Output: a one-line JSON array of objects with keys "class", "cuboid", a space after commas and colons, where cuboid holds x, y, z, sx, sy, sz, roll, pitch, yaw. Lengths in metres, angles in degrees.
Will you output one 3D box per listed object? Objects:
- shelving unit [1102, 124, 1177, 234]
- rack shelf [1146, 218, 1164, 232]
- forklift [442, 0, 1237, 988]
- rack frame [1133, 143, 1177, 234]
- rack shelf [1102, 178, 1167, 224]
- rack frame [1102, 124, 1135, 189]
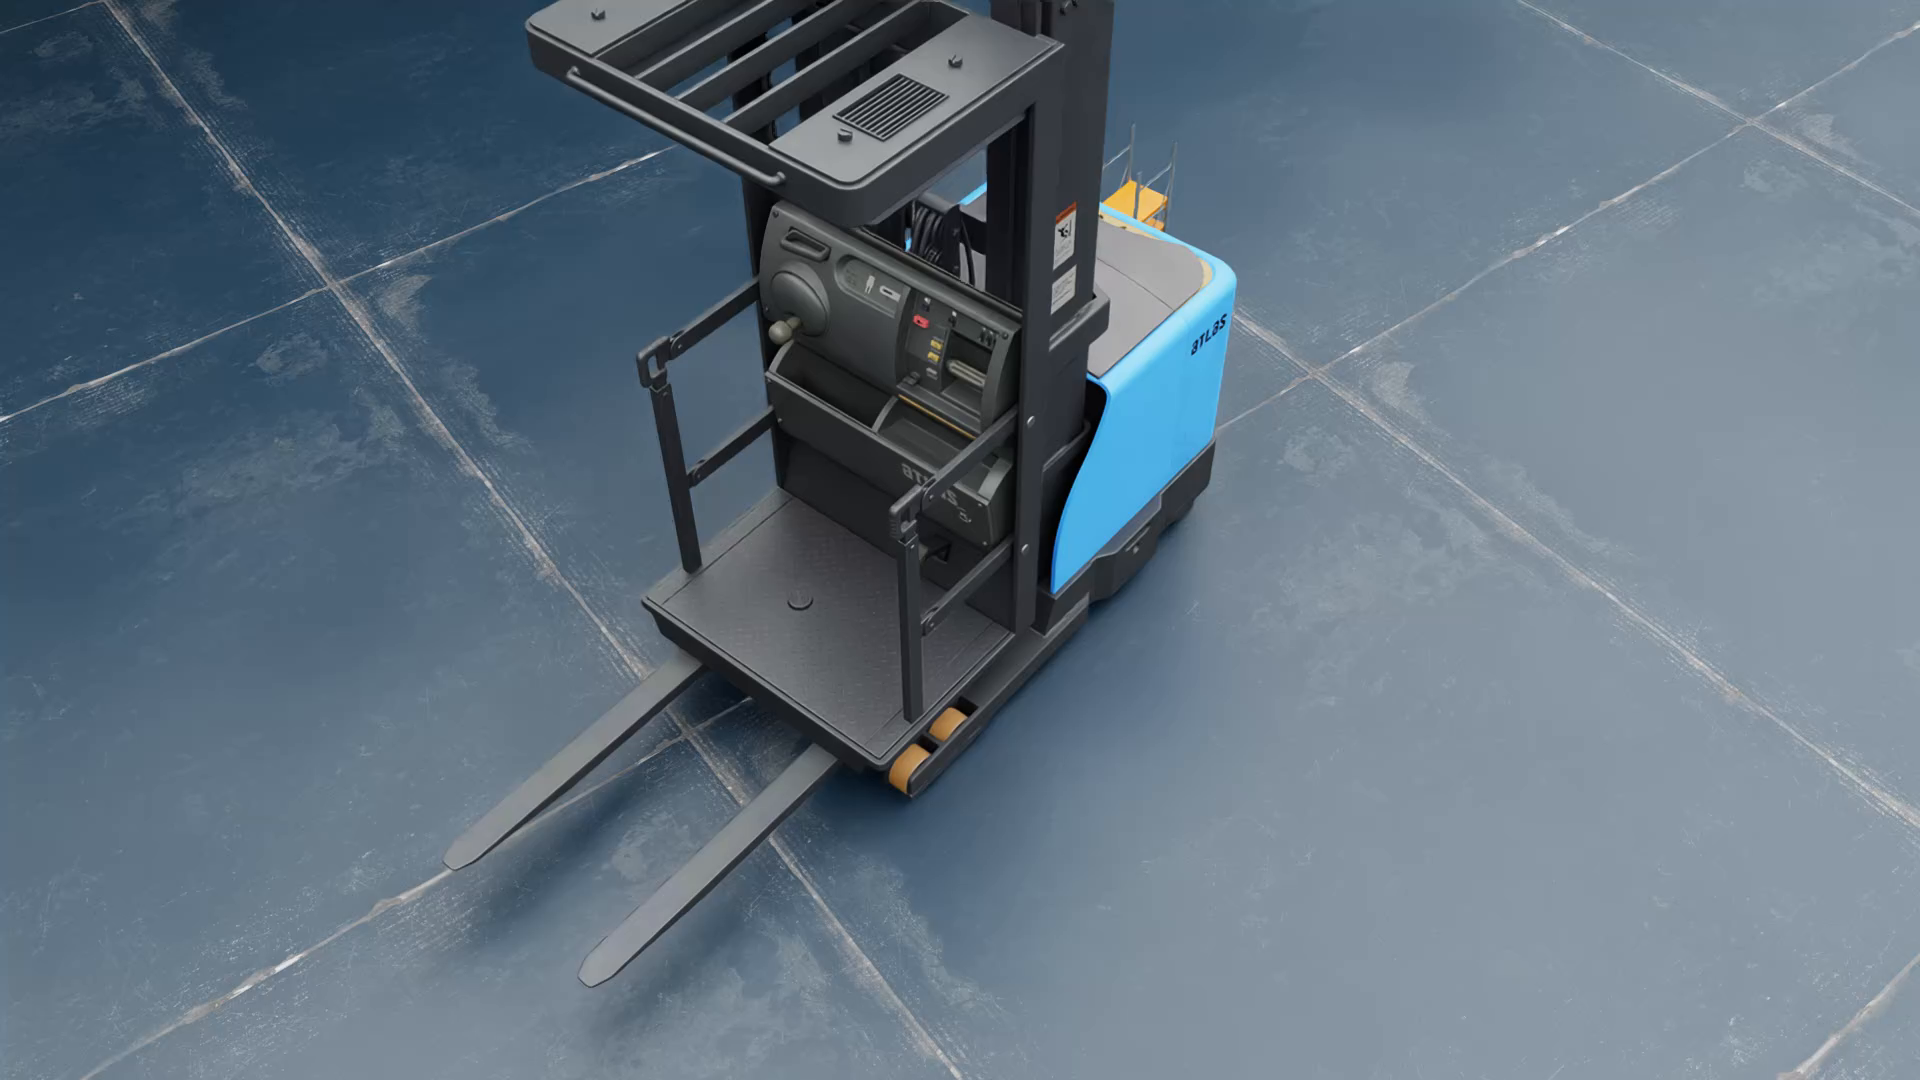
[{"class": "shelving unit", "cuboid": [0.624, -0.982, 6.330, 0.189, 1.200, 0.258, 31, 55, 25]}, {"class": "rack shelf", "cuboid": [0.624, -1.114, 6.186, 0.180, 0.103, 0.258, 31, 55, 25]}, {"class": "forklift", "cuboid": [-0.363, -0.570, 4.788, 1.130, 2.935, 3.031, 31, 55, 25]}, {"class": "rack frame", "cuboid": [0.695, -0.939, 6.292, 0.006, 1.200, 0.240, 31, 55, 25]}, {"class": "rack shelf", "cuboid": [0.624, -1.194, 6.097, 0.180, 0.103, 0.258, 31, 55, 25]}, {"class": "rack frame", "cuboid": [0.553, -1.025, 6.369, 0.006, 1.200, 0.240, 31, 55, 25]}]
